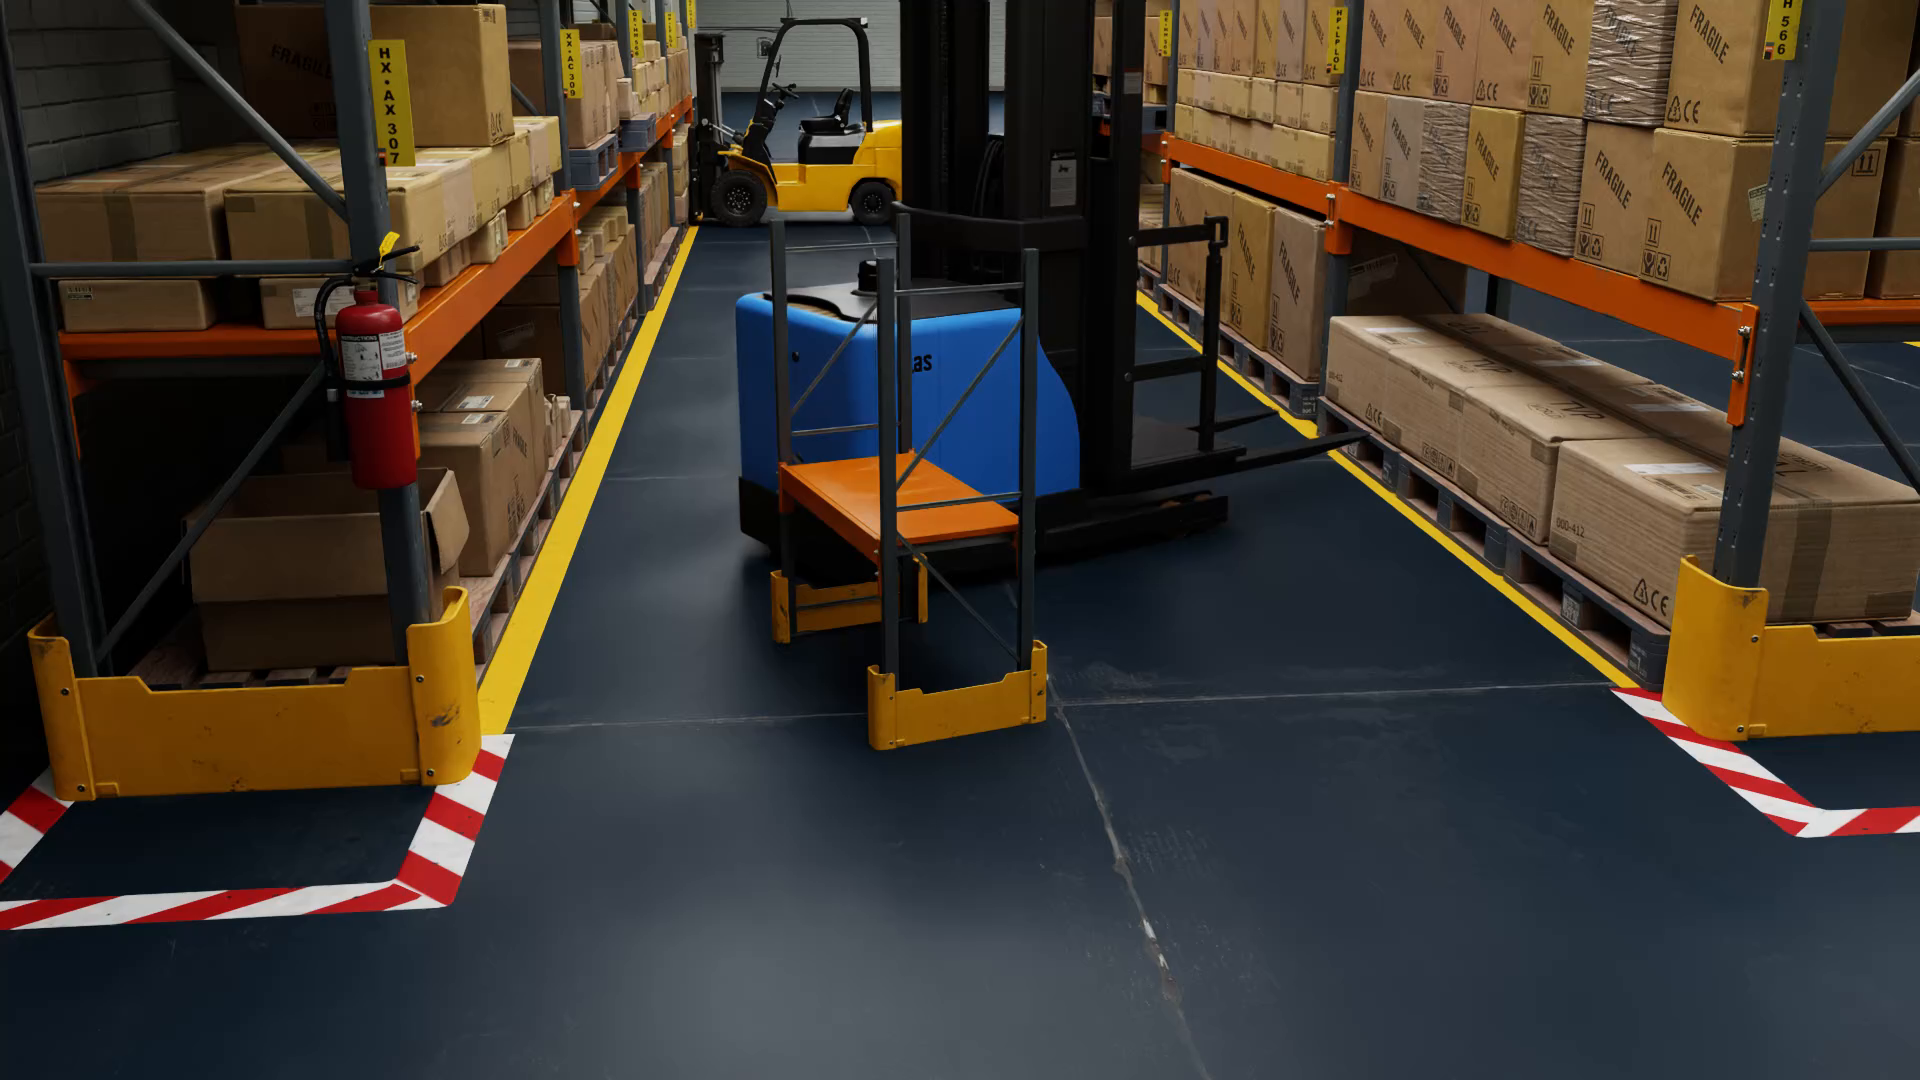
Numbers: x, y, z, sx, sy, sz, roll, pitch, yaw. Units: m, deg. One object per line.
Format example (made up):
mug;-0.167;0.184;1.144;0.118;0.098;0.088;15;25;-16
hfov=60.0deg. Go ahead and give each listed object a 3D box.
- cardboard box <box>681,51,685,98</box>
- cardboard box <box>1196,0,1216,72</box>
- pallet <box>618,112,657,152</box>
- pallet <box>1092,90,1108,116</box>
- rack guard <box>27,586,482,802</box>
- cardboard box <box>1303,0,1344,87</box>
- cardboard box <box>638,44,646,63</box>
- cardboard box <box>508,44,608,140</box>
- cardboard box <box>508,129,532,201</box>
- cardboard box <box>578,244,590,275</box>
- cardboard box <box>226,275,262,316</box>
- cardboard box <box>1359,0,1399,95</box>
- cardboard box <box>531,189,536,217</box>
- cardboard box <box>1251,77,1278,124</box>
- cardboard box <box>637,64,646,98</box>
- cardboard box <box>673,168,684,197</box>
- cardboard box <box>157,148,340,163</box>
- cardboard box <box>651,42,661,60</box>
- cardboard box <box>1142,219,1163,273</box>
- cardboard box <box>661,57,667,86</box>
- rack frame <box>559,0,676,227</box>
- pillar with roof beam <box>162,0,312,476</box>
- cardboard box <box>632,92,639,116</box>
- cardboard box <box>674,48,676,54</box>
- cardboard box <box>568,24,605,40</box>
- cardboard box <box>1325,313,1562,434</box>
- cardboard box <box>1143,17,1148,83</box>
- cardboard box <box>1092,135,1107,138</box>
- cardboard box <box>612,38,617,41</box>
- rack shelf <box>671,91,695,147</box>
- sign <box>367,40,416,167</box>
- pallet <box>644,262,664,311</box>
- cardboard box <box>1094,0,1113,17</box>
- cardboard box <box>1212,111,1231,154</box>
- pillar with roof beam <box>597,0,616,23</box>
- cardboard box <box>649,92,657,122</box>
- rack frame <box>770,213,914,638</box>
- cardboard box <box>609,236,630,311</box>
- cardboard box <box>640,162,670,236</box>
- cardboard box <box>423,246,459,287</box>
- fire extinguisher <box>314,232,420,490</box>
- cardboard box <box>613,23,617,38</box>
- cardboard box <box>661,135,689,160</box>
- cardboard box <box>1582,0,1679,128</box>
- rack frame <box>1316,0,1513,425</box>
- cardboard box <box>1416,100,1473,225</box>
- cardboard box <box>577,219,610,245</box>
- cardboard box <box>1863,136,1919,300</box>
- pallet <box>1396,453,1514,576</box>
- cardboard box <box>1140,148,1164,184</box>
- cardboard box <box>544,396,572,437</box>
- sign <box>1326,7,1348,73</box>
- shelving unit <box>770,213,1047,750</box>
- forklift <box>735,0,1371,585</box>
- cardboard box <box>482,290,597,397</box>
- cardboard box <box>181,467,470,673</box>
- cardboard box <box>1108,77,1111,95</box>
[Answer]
cardboard box;-3.287;-5.093;18.223;0.500;0.500;0.500;-2;18;-7
cardboard box;1.934;-3.485;11.432;0.500;0.500;0.500;-2;18;-5
pallet;-2.731;-2.816;11.459;1.213;0.211;1.003;-2;18;-6
pallet;1.587;-4.130;15.644;1.003;0.211;1.213;-2;18;-6
rack guard;-2.054;0.446;4.922;1.175;0.500;0.348;-2;18;-6
cardboard box;2.182;-2.720;8.998;0.500;0.500;0.500;-1;17;-4
cardboard box;-2.755;-3.953;13.510;0.380;0.149;0.250;-1;17;-4
cardboard box;-2.339;-2.469;9.166;0.700;0.500;0.500;-2;17;-5
cardboard box;-2.059;-1.544;6.841;0.500;0.250;0.500;-2;18;-6
cardboard box;-2.405;-1.661;9.849;0.380;0.149;0.250;-2;18;-6
cardboard box;-2.312;-0.772;5.048;0.380;0.149;0.250;-1;17;-4
cardboard box;2.286;-2.445;8.123;0.500;0.500;0.500;-2;18;-5
cardboard box;-2.075;-1.476;7.290;0.380;0.149;0.250;-1;17;-4
cardboard box;2.073;-2.664;10.070;0.500;0.250;0.500;-1;17;-4
cardboard box;-2.724;-3.563;12.935;0.500;0.250;0.500;-1;17;-4
cardboard box;-3.027;-3.580;16.627;0.500;0.250;0.500;-2;18;-6
cardboard box;-2.456;-1.224;5.823;0.500;0.250;0.500;-1;17;-4
cardboard box;-2.851;-4.336;14.731;0.380;0.149;0.250;-2;18;-7
cardboard box;2.017;-2.377;13.427;0.950;0.372;0.625;-3;18;-9
cardboard box;-2.979;-4.328;15.370;0.500;0.250;0.500;-2;18;-7
rack frame;-3.284;-4.299;15.863;1.000;3.000;0.127;-2;18;-6
pillar with roof beam;0.999;-4.676;7.047;9.100;9.000;0.400;-2;18;-6
cardboard box;-2.422;-3.004;11.456;0.380;0.149;0.250;-1;17;-5
cardboard box;-3.115;-5.067;17.060;0.380;0.149;0.250;-2;18;-6
cardboard box;-3.617;-4.884;15.980;0.380;0.149;0.250;-2;18;-6
cardboard box;2.436;-0.858;8.478;0.875;0.438;0.875;-2;18;-6
cardboard box;1.678;-3.932;13.330;0.500;0.500;0.500;-2;18;-7
cardboard box;1.271;-4.019;17.609;0.500;0.500;0.500;-1;17;-5
cardboard box;-3.650;-5.050;17.004;0.380;0.149;0.250;-1;17;-4
rack shelf;-3.490;-4.552;17.869;1.077;0.370;4.000;-2;18;-6
sign;-1.506;-1.154;4.399;0.100;0.325;0.005;-2;18;-6
pallet;-2.917;-2.023;13.270;1.003;0.211;1.213;-2;18;-6
cardboard box;1.350;-5.002;15.654;0.380;0.149;0.250;-2;18;-6
cardboard box;1.985;-2.728;11.108;0.500;0.250;0.500;-1;17;-4
pillar with roof beam;-0.858;-10.038;24.129;9.100;9.000;0.400;-2;18;-6
cardboard box;-2.833;-3.633;13.993;0.500;0.250;0.500;-1;17;-4
rack frame;-0.408;-0.391;5.920;0.500;1.500;0.032;-7;19;-22
cardboard box;-2.573;-1.846;11.522;0.500;0.500;0.500;-2;18;-6
cardboard box;-3.219;-3.211;15.662;0.875;0.625;0.625;-1;17;-3
cardboard box;-1.906;-0.939;5.580;0.380;0.149;0.250;-1;17;-4
fire extinguisher;-1.571;-0.480;4.448;0.296;0.674;0.183;-2;18;-6
cardboard box;-3.717;-5.267;17.198;0.380;0.149;0.250;-2;18;-6
cardboard box;-3.127;-4.119;17.509;0.500;0.250;0.500;-1;17;-4
cardboard box;2.521;-1.694;5.730;0.500;0.500;0.500;-2;18;-5
rack frame;2.478;-2.070;8.763;1.000;3.000;0.127;-2;18;-6
cardboard box;2.359;-1.671;7.326;0.500;0.500;0.500;-2;18;-5
cardboard box;-2.544;-2.045;11.072;0.380;0.149;0.250;-1;17;-4
cardboard box;3.127;-1.078;5.436;0.500;0.500;0.500;-2;18;-6
pallet;2.608;-0.146;7.291;1.003;0.211;1.213;-2;18;-6
cardboard box;1.861;-3.884;17.178;0.500;0.500;0.500;-1;17;-3
cardboard box;-2.109;-0.599;8.135;0.380;0.149;0.250;-2;18;-7
sign;1.940;-2.565;8.539;0.100;0.325;0.005;-2;18;-6
shelving unit;-0.202;-0.249;5.467;0.587;1.500;1.083;-7;19;-22
forklift;0.565;-1.517;7.117;3.031;2.935;1.130;-12;21;-33
cardboard box;-2.285;-1.074;9.064;0.500;0.500;0.500;-1;17;-3
cardboard box;-2.015;0.082;5.376;0.797;0.503;0.637;-2;18;-8
cardboard box;1.503;-3.970;14.535;0.380;0.149;0.250;-1;17;-4
